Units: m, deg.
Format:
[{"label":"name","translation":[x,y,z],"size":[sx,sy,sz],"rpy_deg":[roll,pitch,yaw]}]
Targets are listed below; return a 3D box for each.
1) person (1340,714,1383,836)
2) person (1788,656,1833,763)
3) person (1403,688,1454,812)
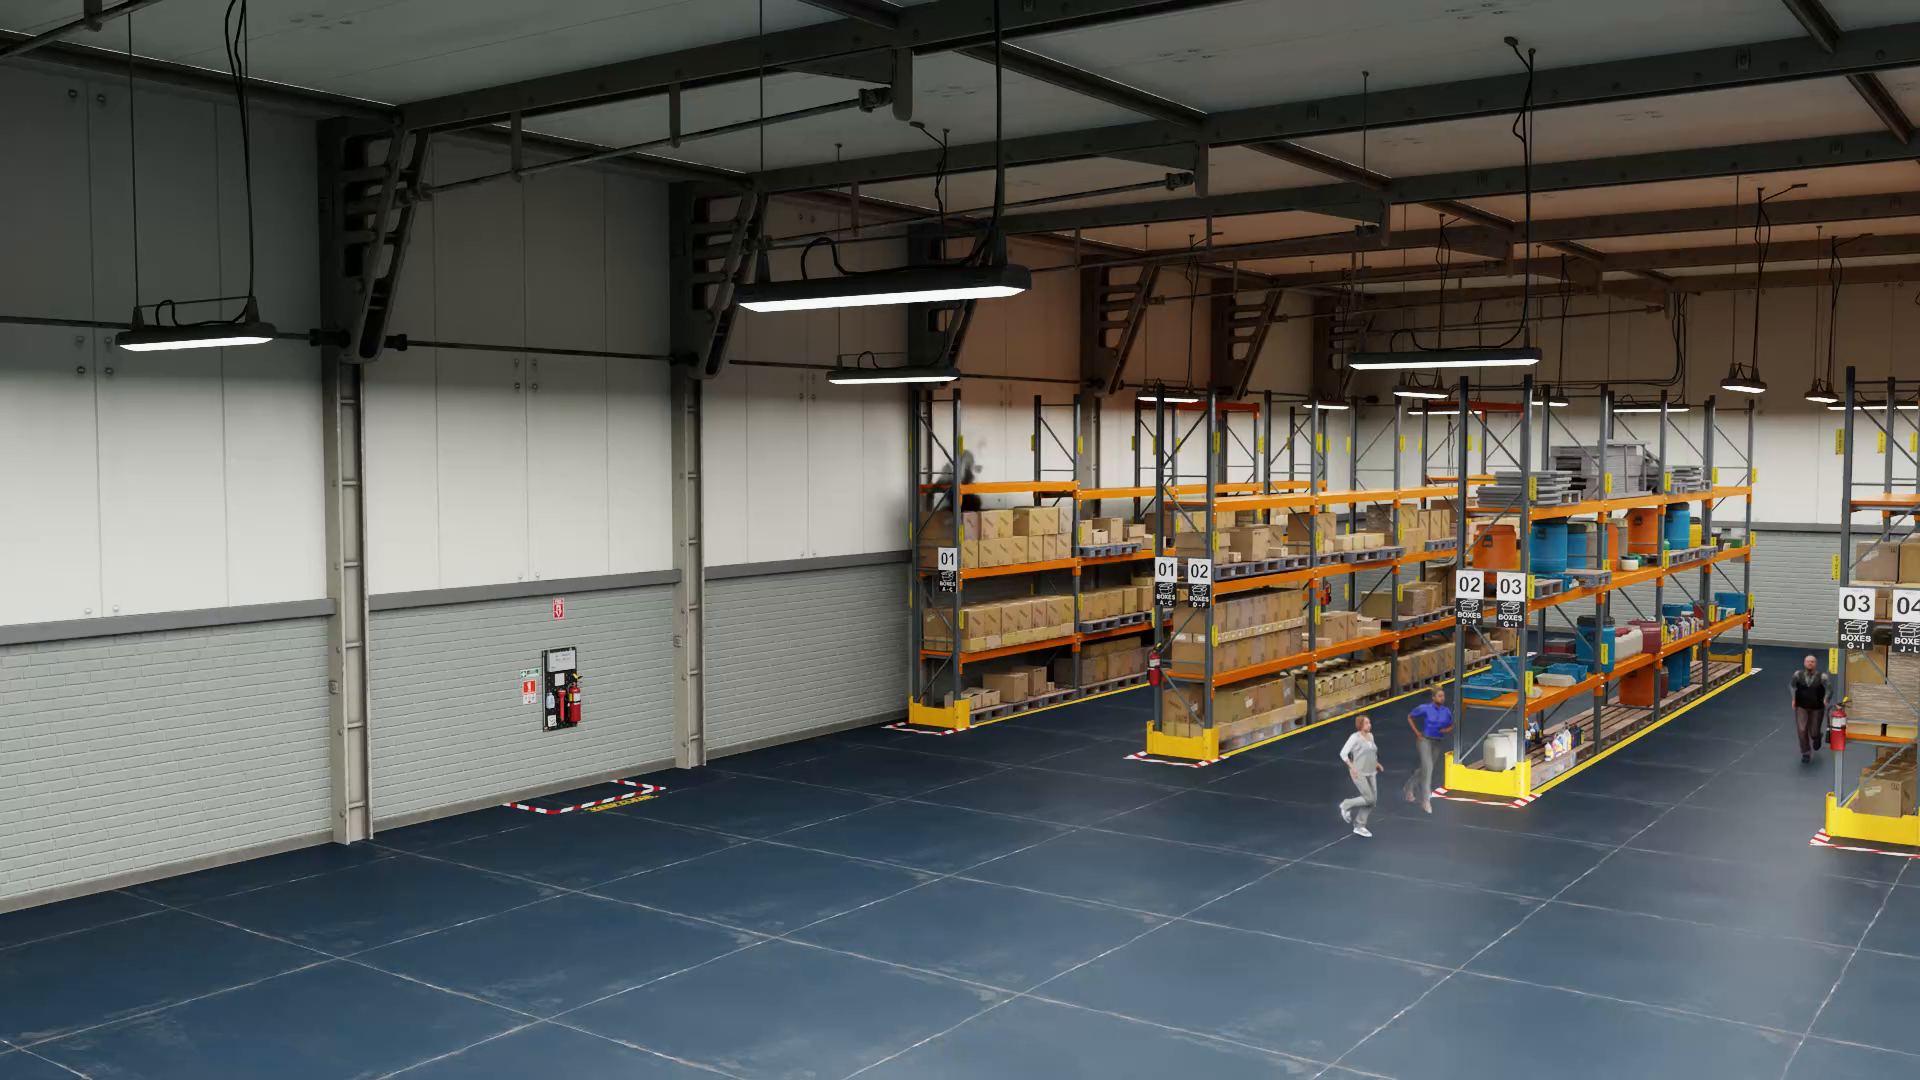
[{"label":"person","translation":[5.163,3.015,21.341],"size":[0.536,1.555,0.545],"rpy_deg":[-2,4,-35]},{"label":"person","translation":[13.509,2.664,26.430],"size":[0.645,1.682,0.751],"rpy_deg":[2,4,32]},{"label":"person","translation":[6.527,2.887,23.088],"size":[0.595,1.699,0.772],"rpy_deg":[-1,3,-20]}]
